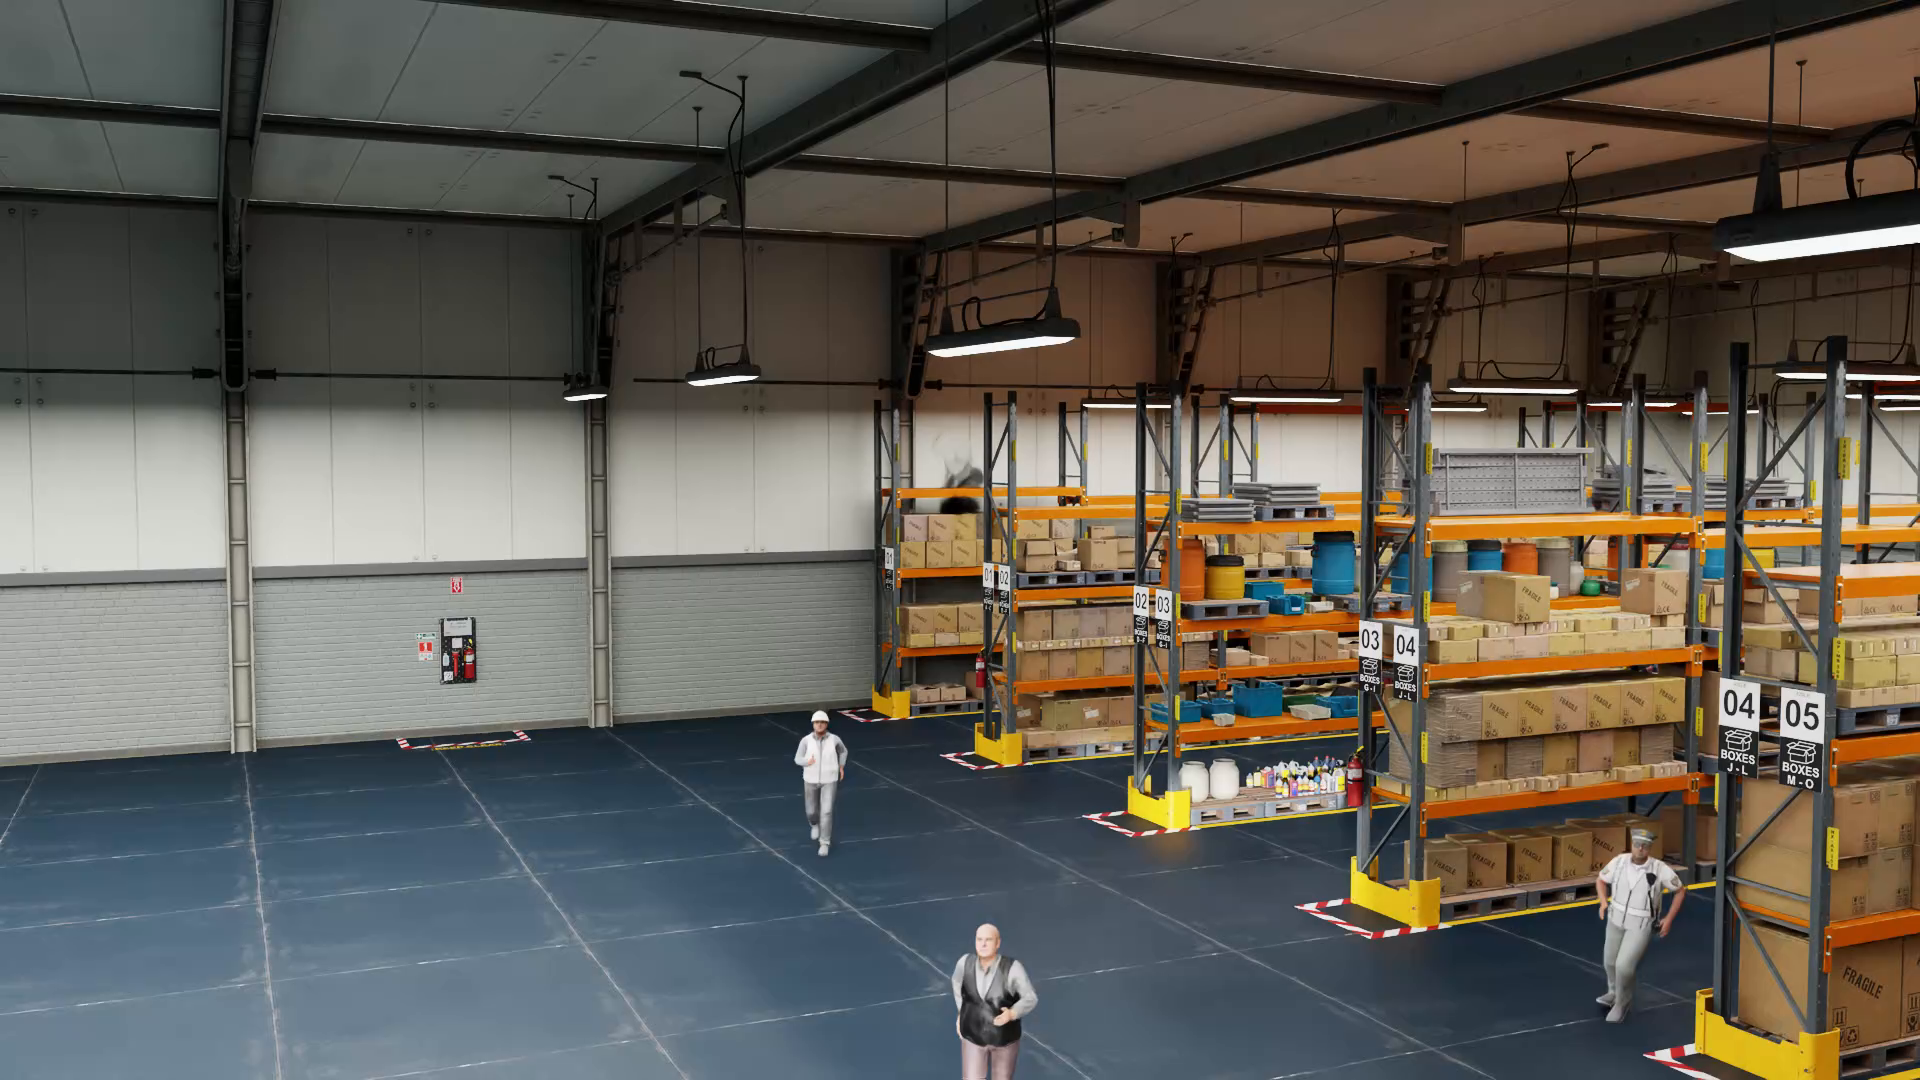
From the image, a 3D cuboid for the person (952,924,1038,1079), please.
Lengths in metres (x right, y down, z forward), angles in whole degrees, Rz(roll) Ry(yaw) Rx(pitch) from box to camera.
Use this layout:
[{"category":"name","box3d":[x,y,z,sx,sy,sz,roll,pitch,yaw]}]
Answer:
[{"category":"person","box3d":[0.239,3.612,11.903,0.651,1.774,0.788,0,3,8]}]

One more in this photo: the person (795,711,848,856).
[{"category":"person","box3d":[-1.759,3.038,21.034,0.661,1.751,0.963,0,3,-1]}]

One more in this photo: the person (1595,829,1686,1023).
[{"category":"person","box3d":[6.023,3.447,14.858,0.662,1.796,0.725,-3,5,-44]}]
